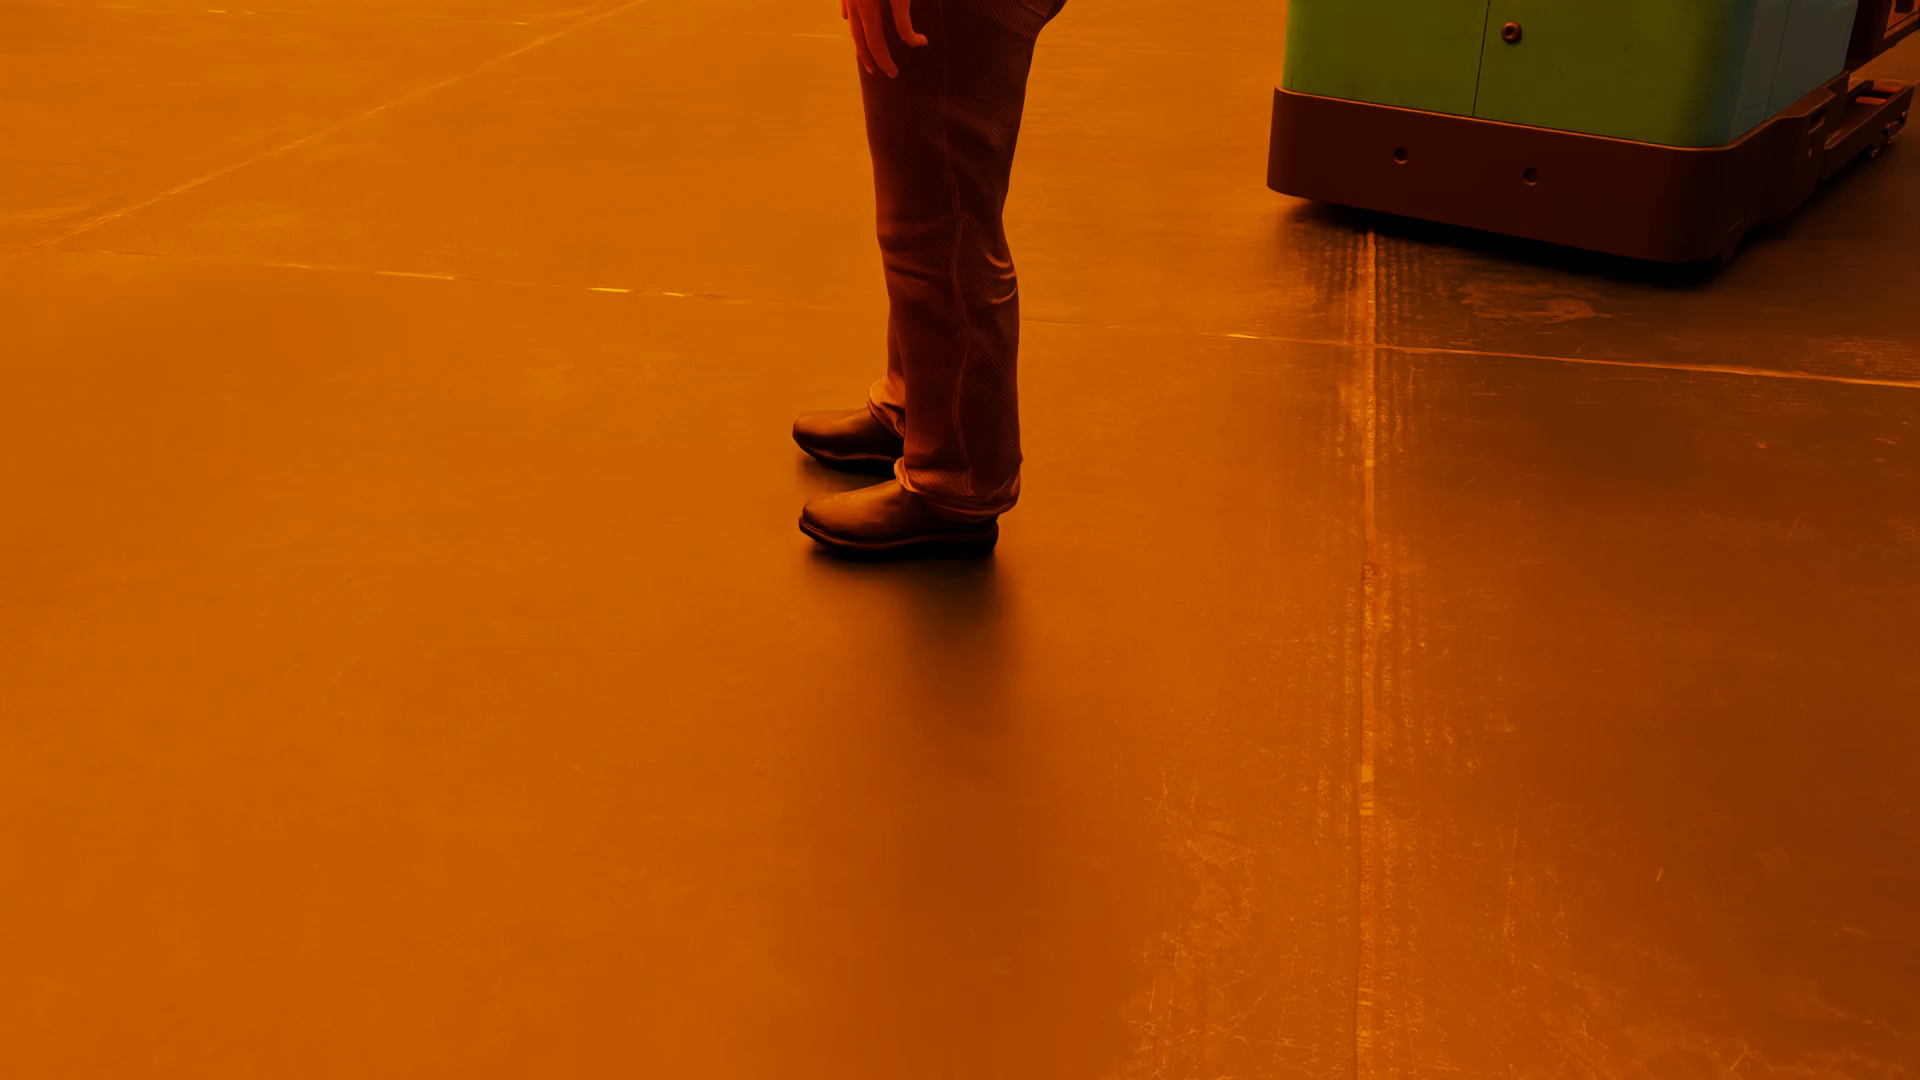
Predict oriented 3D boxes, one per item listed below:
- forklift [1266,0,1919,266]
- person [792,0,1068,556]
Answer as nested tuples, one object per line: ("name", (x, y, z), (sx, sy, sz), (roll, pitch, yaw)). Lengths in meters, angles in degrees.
("forklift", (2.051, -2.486, 4.175), (1.130, 2.935, 3.031), (19, 33, 33))
("person", (-0.060, -0.785, 2.128), (0.566, 1.722, 0.633), (6, 27, 11))
